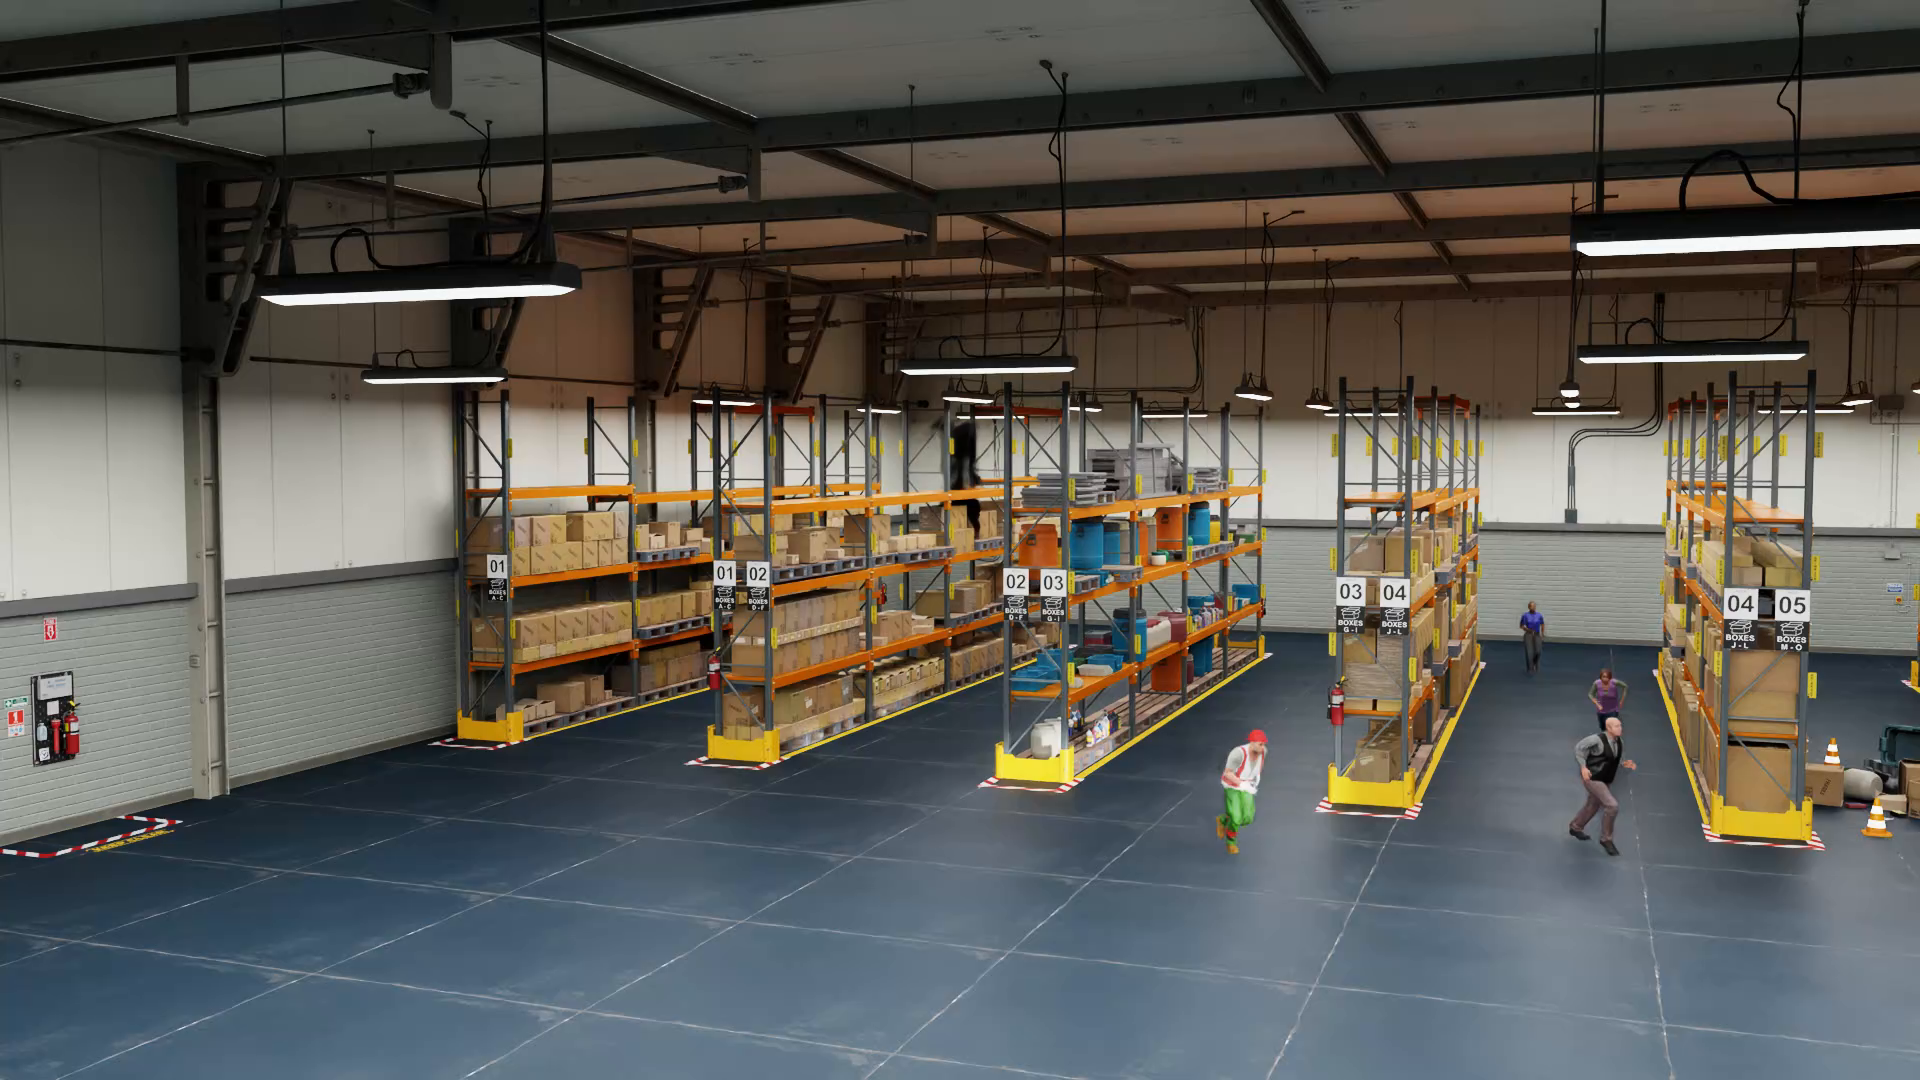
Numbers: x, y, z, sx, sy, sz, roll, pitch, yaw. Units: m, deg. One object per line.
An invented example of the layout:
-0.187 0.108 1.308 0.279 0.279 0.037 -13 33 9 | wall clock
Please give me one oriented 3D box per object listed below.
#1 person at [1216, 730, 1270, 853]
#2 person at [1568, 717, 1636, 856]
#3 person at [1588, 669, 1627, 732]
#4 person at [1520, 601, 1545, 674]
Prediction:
3.504 3.088 20.535 0.684 1.584 0.902 -2 4 -30 | person
7.953 3.035 20.757 0.677 1.715 0.912 -2 4 -31 | person
10.395 2.796 26.696 0.578 1.534 0.919 1 3 23 | person
12.665 2.171 36.729 0.562 1.618 0.562 0 3 9 | person
